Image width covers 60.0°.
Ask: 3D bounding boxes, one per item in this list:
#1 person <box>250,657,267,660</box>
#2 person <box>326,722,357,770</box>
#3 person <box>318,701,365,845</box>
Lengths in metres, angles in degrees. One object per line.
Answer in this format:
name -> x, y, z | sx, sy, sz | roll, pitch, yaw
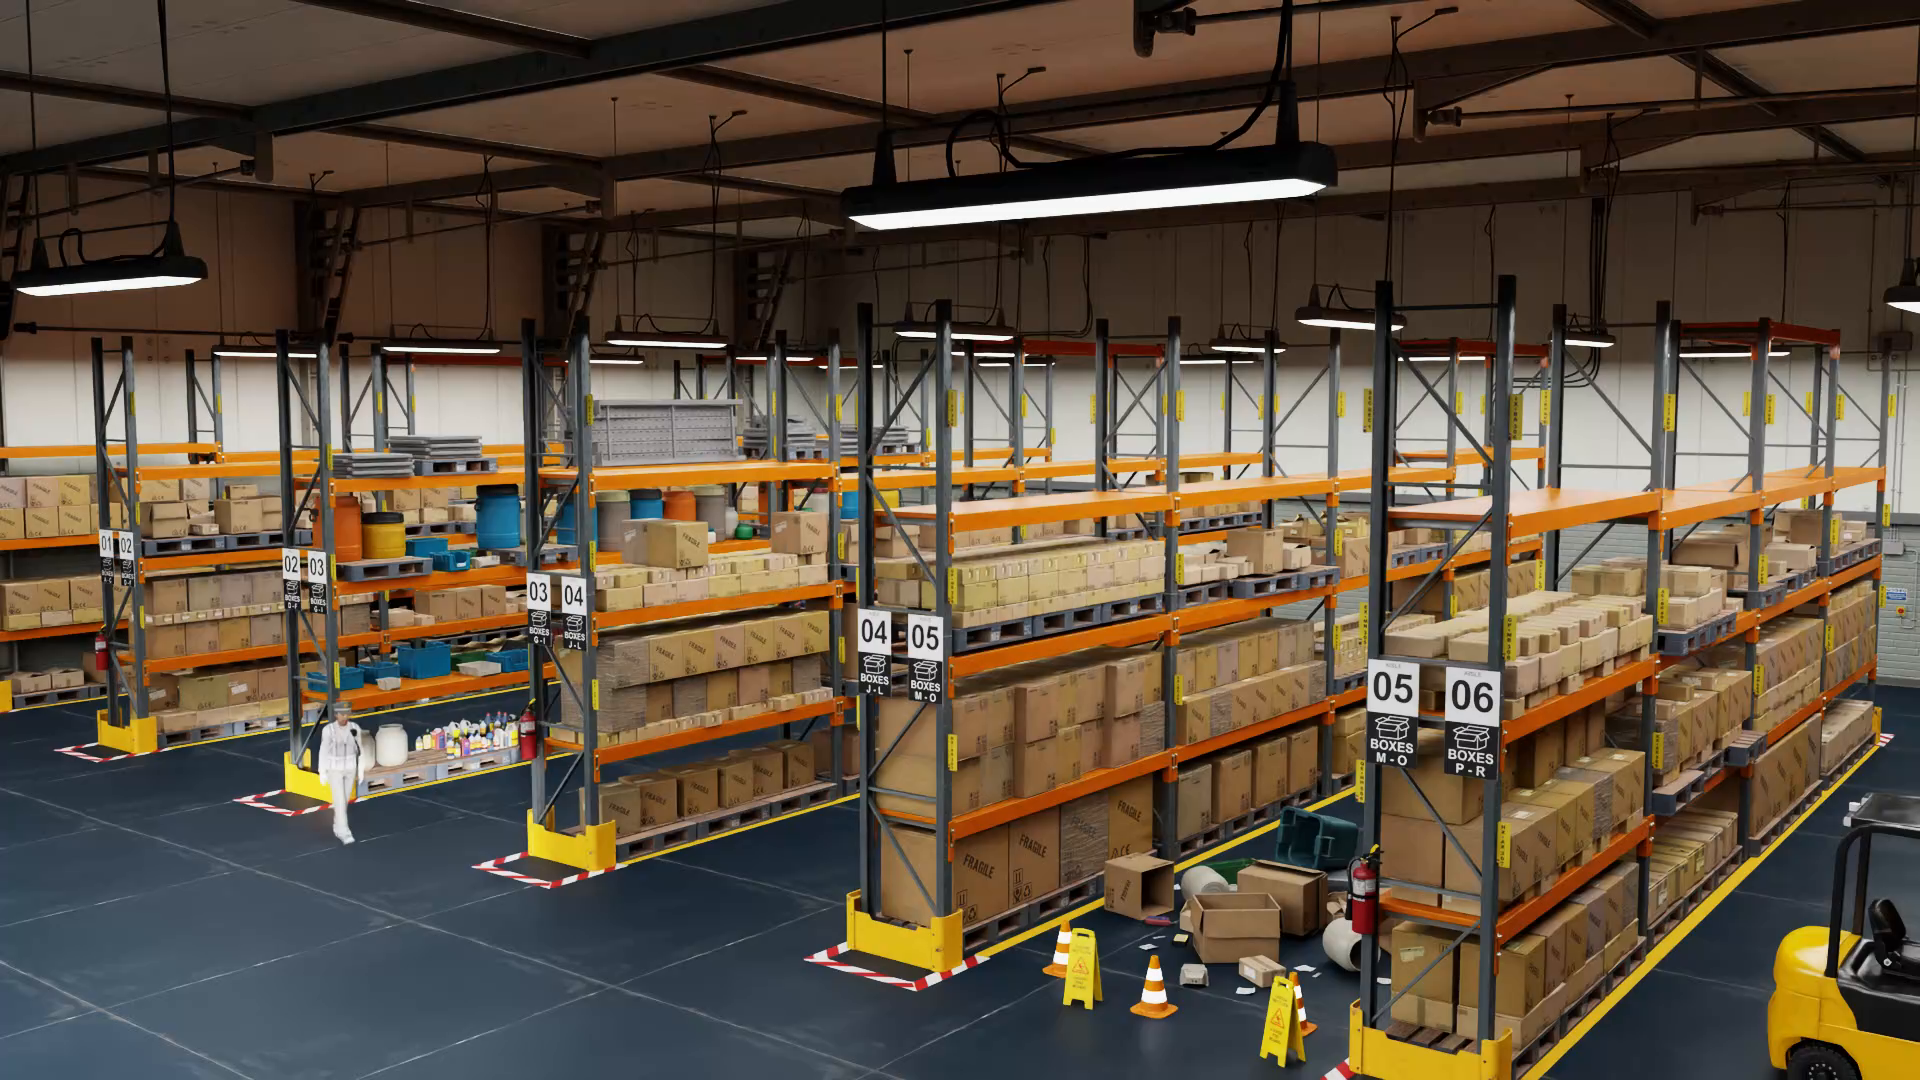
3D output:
person -> -11.881, 1.857, 28.332 | 0.672, 1.709, 0.607 | 4, 6, 39
person -> -3.288, 2.239, 20.437 | 8.044, 1.620, 2.890 | -4, 6, -36
person -> -7.112, 2.677, 19.235 | 0.498, 1.642, 0.879 | -4, 7, -41
